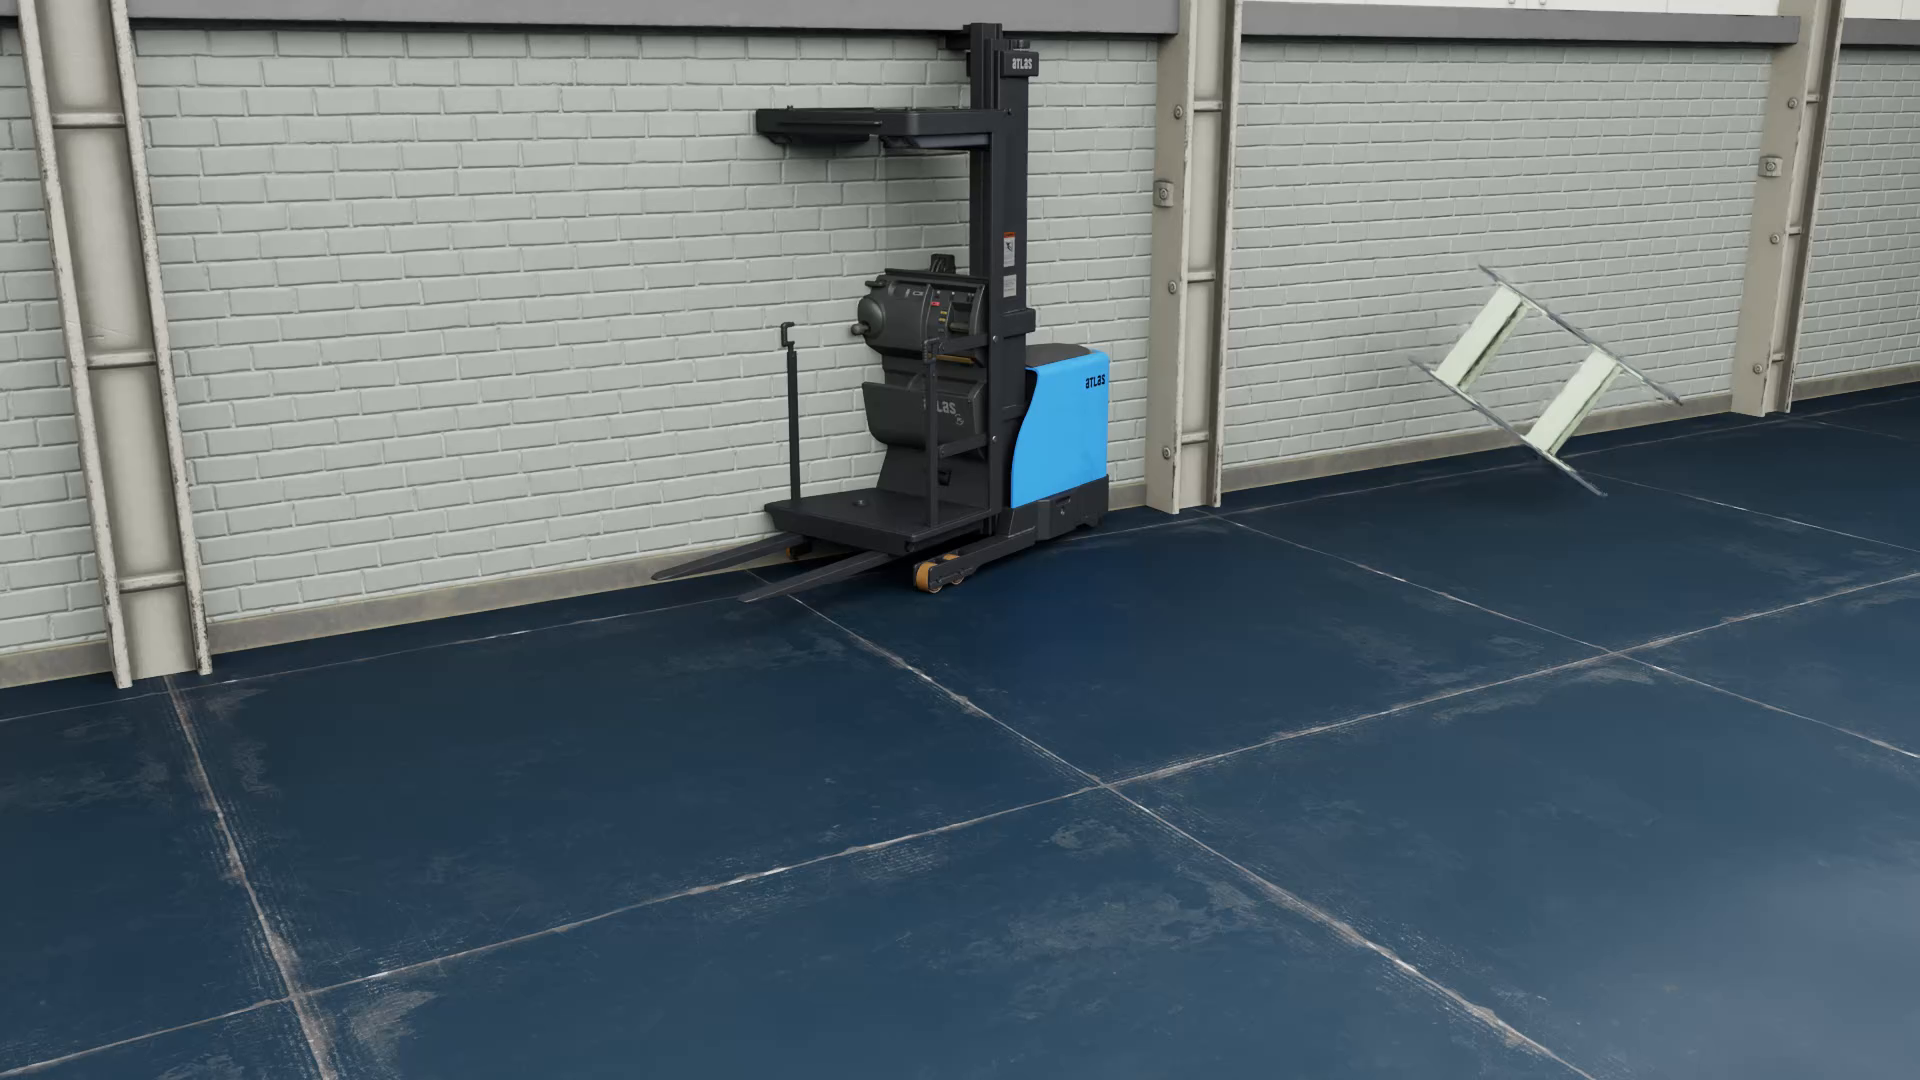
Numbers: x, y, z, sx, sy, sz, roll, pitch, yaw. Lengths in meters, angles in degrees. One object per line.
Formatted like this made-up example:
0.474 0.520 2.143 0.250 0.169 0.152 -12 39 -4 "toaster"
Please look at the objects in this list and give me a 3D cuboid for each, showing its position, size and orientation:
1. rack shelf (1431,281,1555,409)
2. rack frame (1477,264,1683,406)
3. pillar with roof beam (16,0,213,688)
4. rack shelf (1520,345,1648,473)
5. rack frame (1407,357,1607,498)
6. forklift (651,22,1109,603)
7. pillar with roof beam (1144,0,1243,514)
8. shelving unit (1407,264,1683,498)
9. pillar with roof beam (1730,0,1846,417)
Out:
3.501 -1.269 10.921 0.370 0.720 0.431 41 17 21 "rack shelf"
3.977 -1.320 10.681 1.500 0.023 0.400 41 17 21 "rack frame"
-1.496 -2.728 2.970 0.400 9.000 9.100 -9 18 -30 "pillar with roof beam"
4.006 -0.831 10.663 0.370 0.720 0.431 41 17 21 "rack shelf"
3.576 -0.741 10.880 1.500 0.023 0.400 41 17 21 "rack frame"
-0.382 -1.276 9.033 1.130 2.935 3.031 12 19 36 "forklift"
3.647 -3.562 5.946 0.400 9.000 9.100 -9 18 -30 "pillar with roof beam"
3.776 -1.030 10.781 1.500 0.755 0.431 41 17 21 "shelving unit"
8.791 -4.396 8.921 0.400 9.000 9.100 -9 18 -30 "pillar with roof beam"
